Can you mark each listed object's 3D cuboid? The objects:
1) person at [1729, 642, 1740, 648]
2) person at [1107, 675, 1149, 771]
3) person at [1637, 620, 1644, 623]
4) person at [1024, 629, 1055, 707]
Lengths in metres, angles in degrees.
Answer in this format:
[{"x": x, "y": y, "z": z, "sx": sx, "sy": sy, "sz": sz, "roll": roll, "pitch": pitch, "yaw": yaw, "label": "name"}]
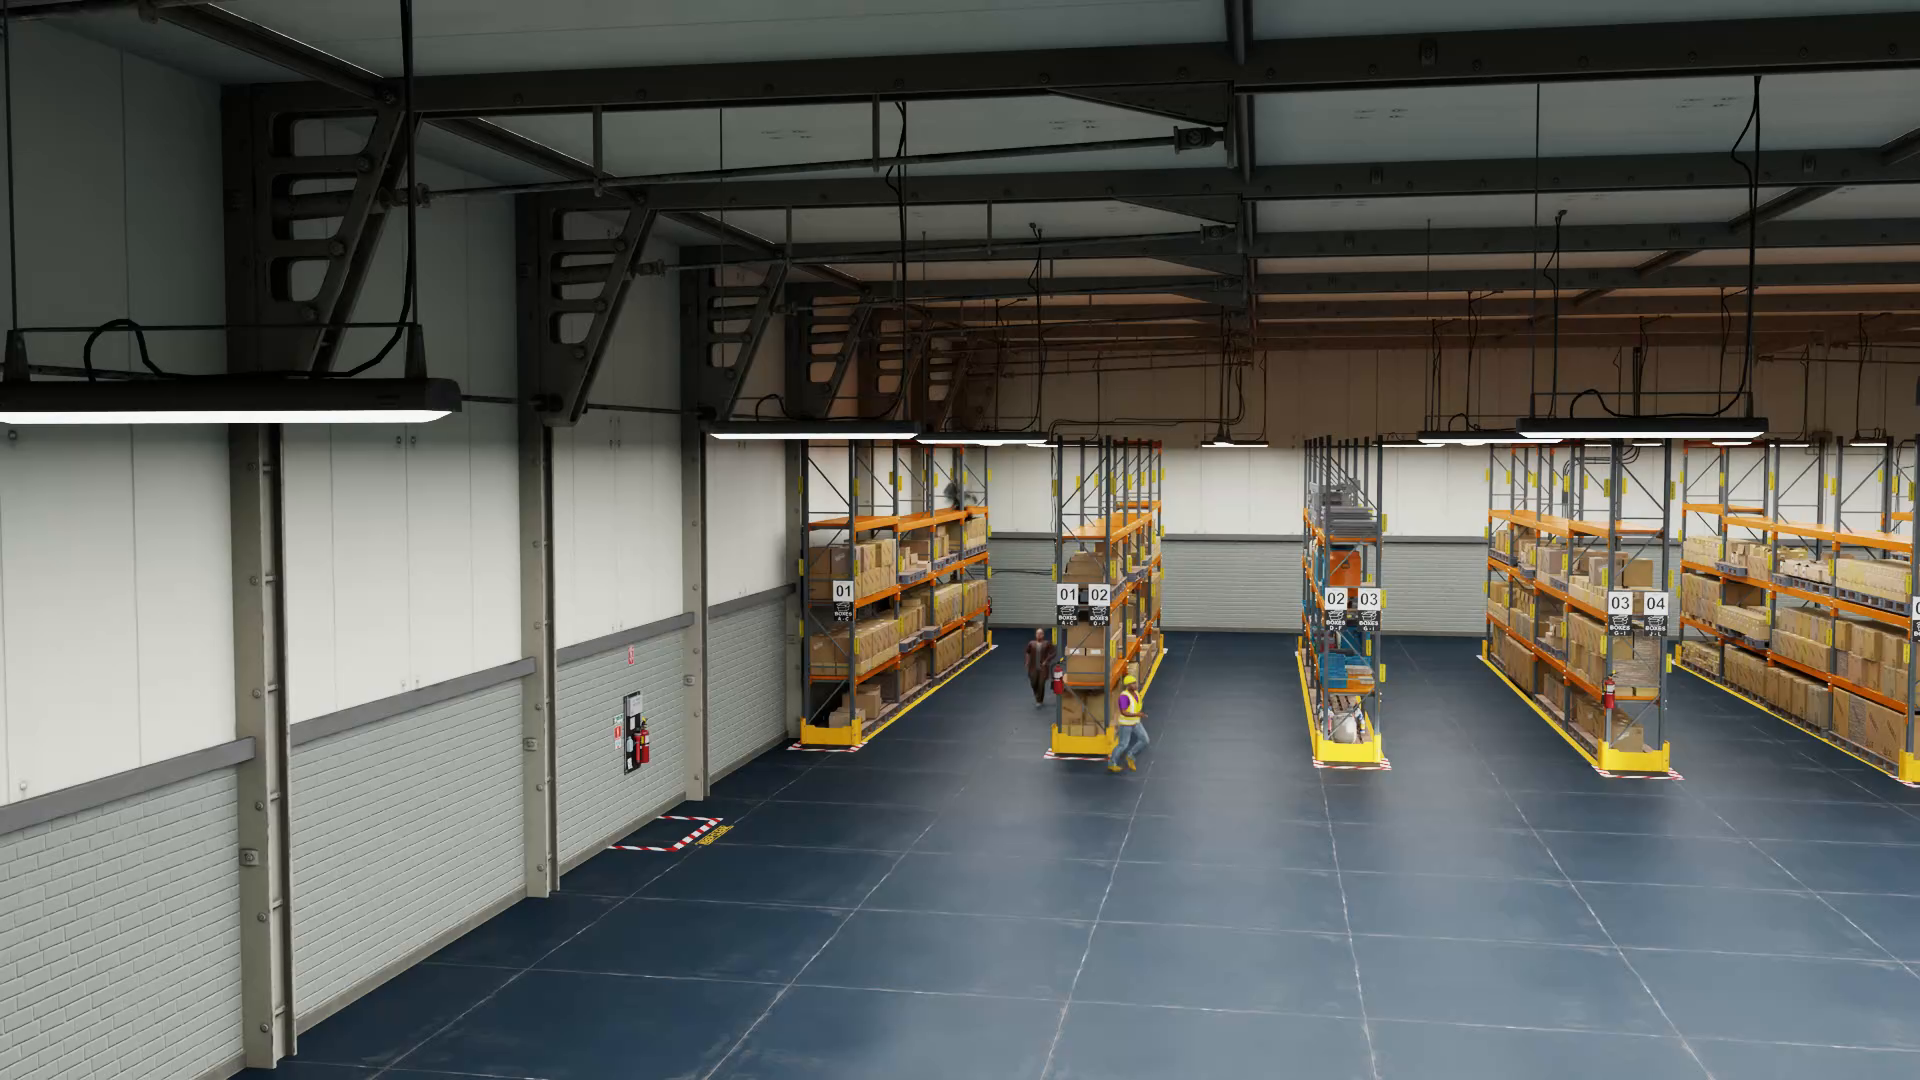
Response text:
[{"x": 20.834, "y": 2.490, "z": 45.180, "sx": 0.612, "sy": 1.605, "sz": 0.762, "roll": -2, "pitch": 4, "yaw": -31, "label": "person"}, {"x": 3.026, "y": 3.240, "z": 29.415, "sx": 0.833, "sy": 1.718, "sz": 0.723, "roll": 3, "pitch": 4, "yaw": 40, "label": "person"}, {"x": 17.772, "y": 2.567, "z": 43.438, "sx": 0.588, "sy": 1.640, "sz": 0.631, "roll": 0, "pitch": 3, "yaw": 9, "label": "person"}, {"x": 1.768, "y": 2.857, "z": 37.122, "sx": 0.709, "sy": 1.735, "sz": 0.636, "roll": 1, "pitch": 3, "yaw": 10, "label": "person"}]
